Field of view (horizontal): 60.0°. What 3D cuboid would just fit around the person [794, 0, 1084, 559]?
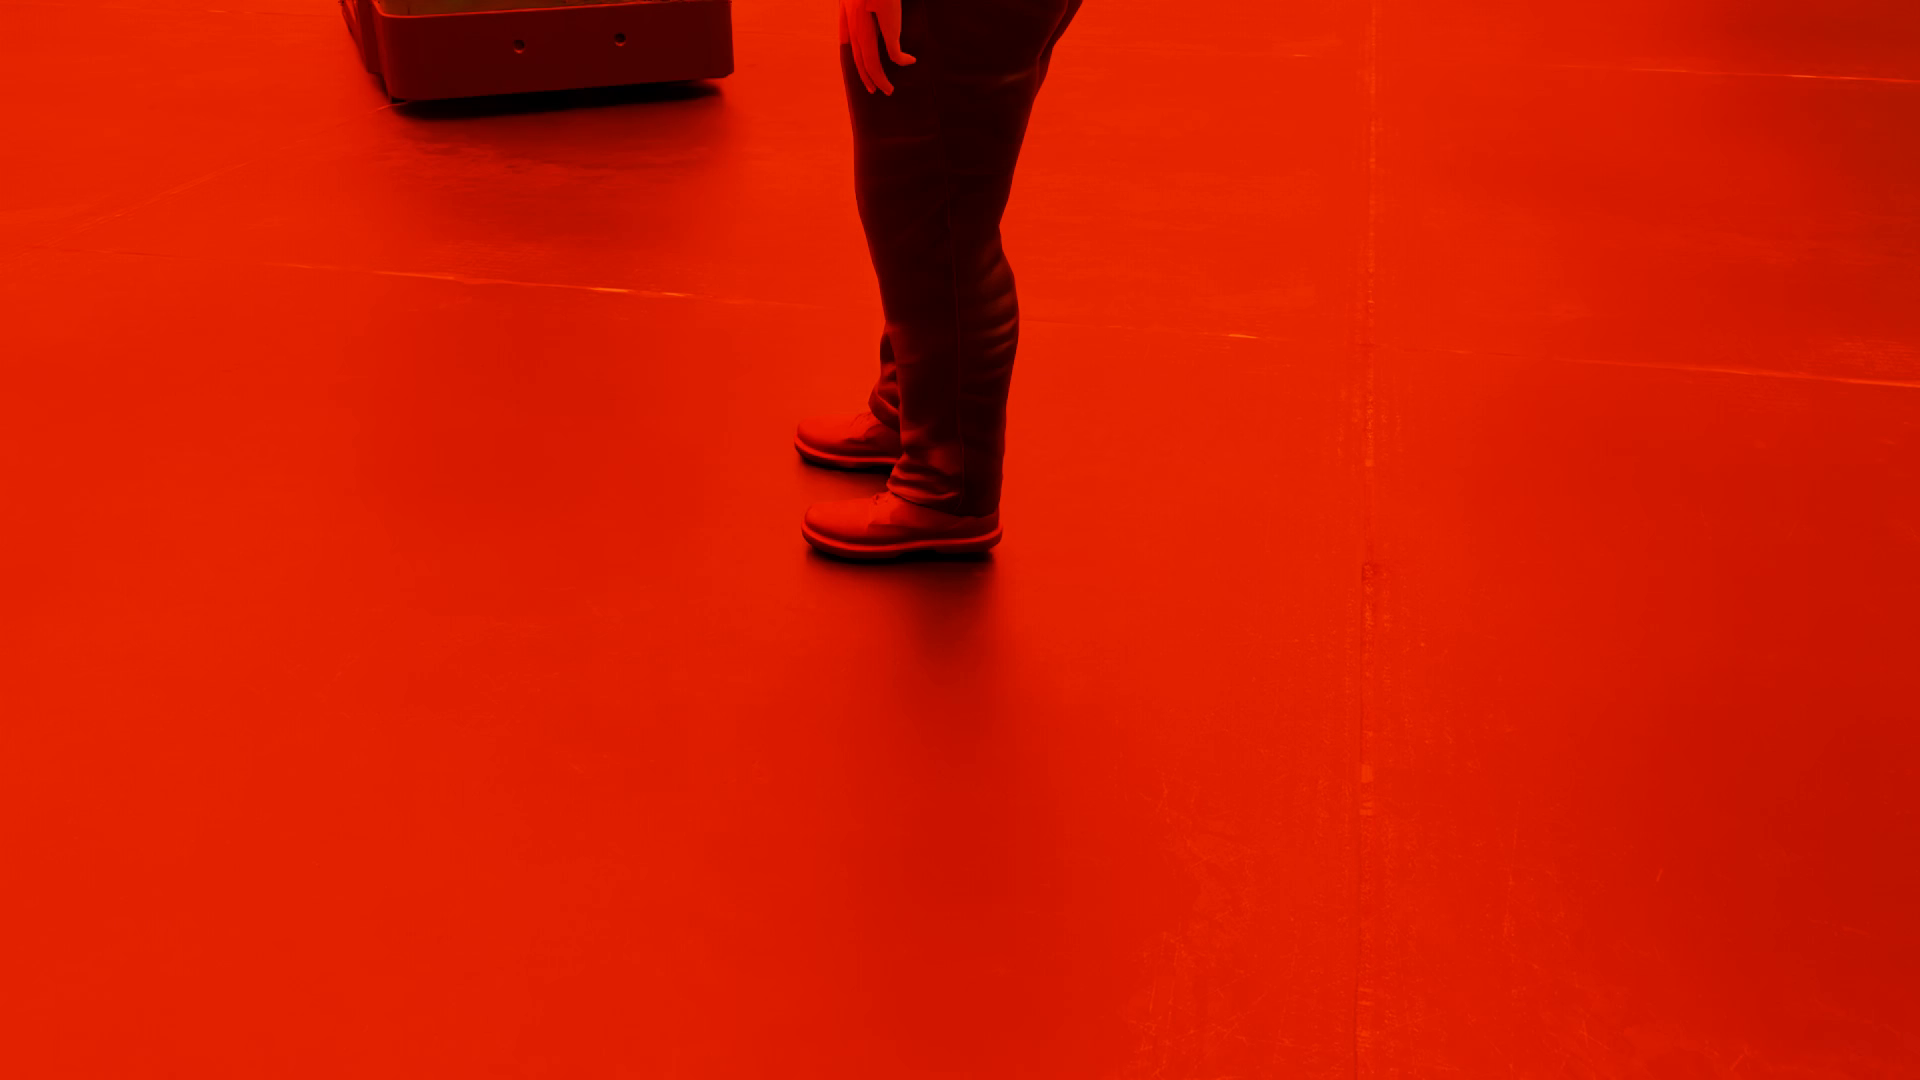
[{"bbox_3d":[-0.083,-0.757,2.165,0.501,1.640,0.598,6,27,11],"label":"person"}]

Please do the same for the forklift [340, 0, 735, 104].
[{"bbox_3d":[-1.739,-3.249,5.685,1.130,2.935,3.031,-10,29,-20],"label":"forklift"}]
